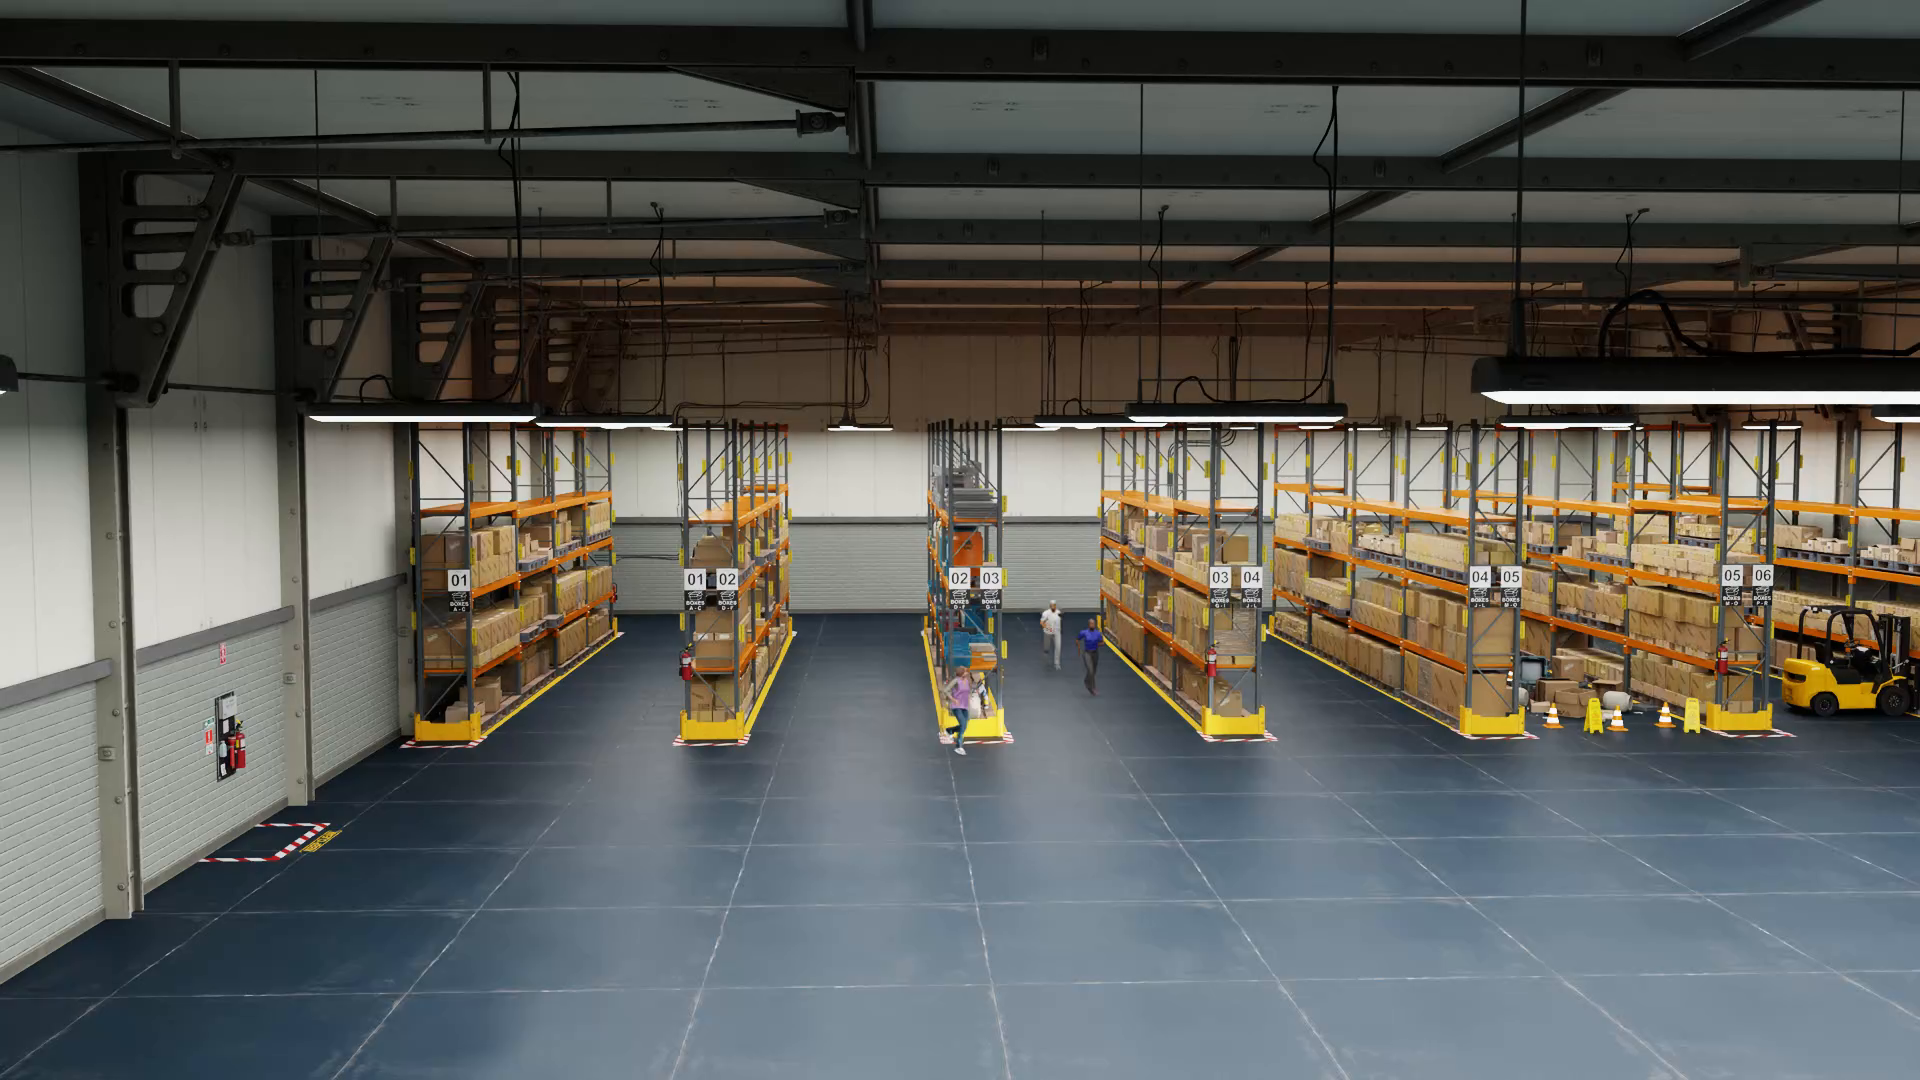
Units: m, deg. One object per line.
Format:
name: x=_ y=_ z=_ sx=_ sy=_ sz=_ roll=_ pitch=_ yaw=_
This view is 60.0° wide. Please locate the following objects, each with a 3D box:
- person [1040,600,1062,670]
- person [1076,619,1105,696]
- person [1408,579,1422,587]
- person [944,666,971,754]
person: x=2.254 y=2.310 z=40.847 sx=0.579 sy=1.669 sz=1.054 roll=0 pitch=4 yaw=-7
person: x=2.866 y=2.540 z=36.402 sx=0.574 sy=1.646 sz=0.910 roll=-1 pitch=4 yaw=-17
person: x=13.206 y=1.691 z=49.030 sx=0.735 sy=1.835 sz=0.654 roll=0 pitch=4 yaw=-6
person: x=-0.020 y=3.047 z=30.091 sx=0.712 sy=1.557 sz=0.569 roll=3 pitch=5 yaw=40
